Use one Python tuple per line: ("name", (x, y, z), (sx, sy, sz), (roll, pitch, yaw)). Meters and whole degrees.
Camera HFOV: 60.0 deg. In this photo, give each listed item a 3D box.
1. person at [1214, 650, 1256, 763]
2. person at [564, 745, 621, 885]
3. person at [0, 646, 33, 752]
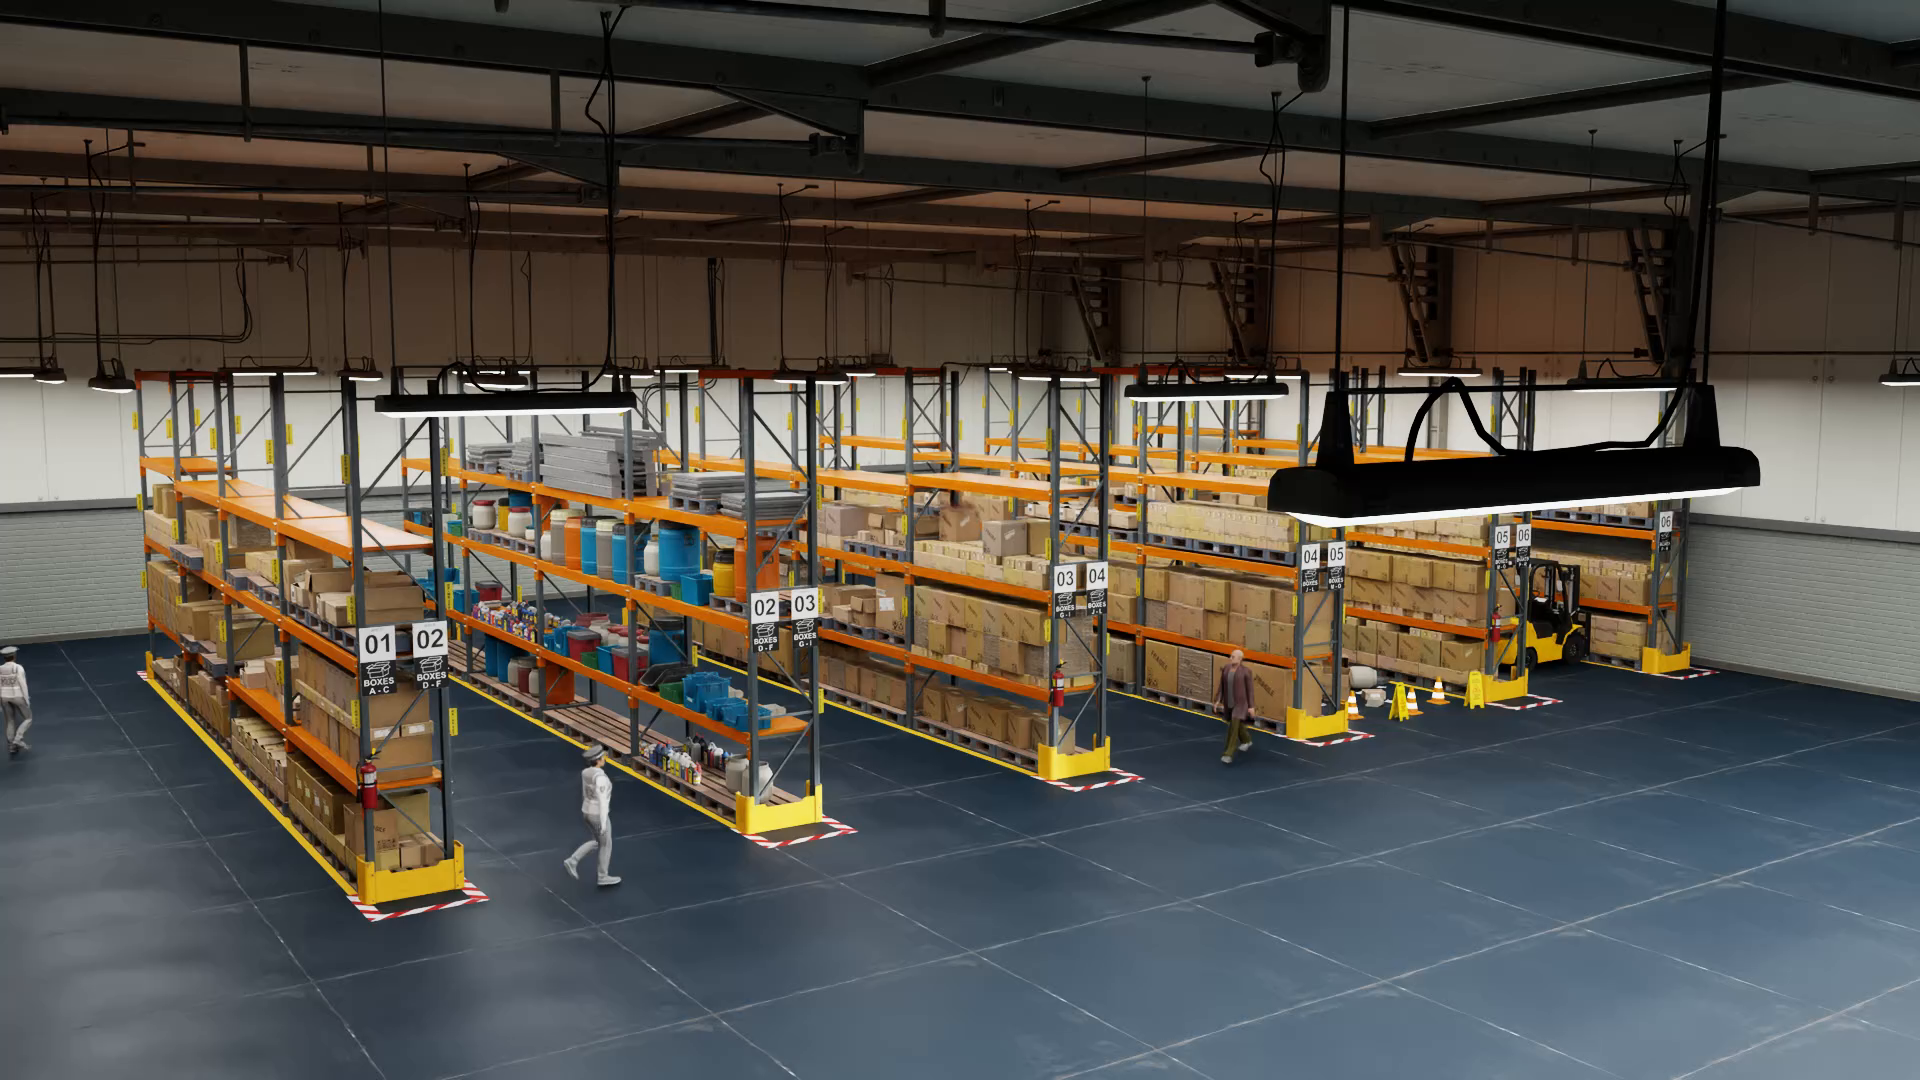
("person", (4.294, 2.549, 25.868), (0.646, 1.730, 1.137), (5, 8, 39))
("person", (-4.356, 3.266, 19.685), (0.625, 1.675, 0.482), (-4, 8, -33))
("person", (-15.003, 2.536, 26.310), (0.512, 1.674, 0.464), (0, 6, 2))
